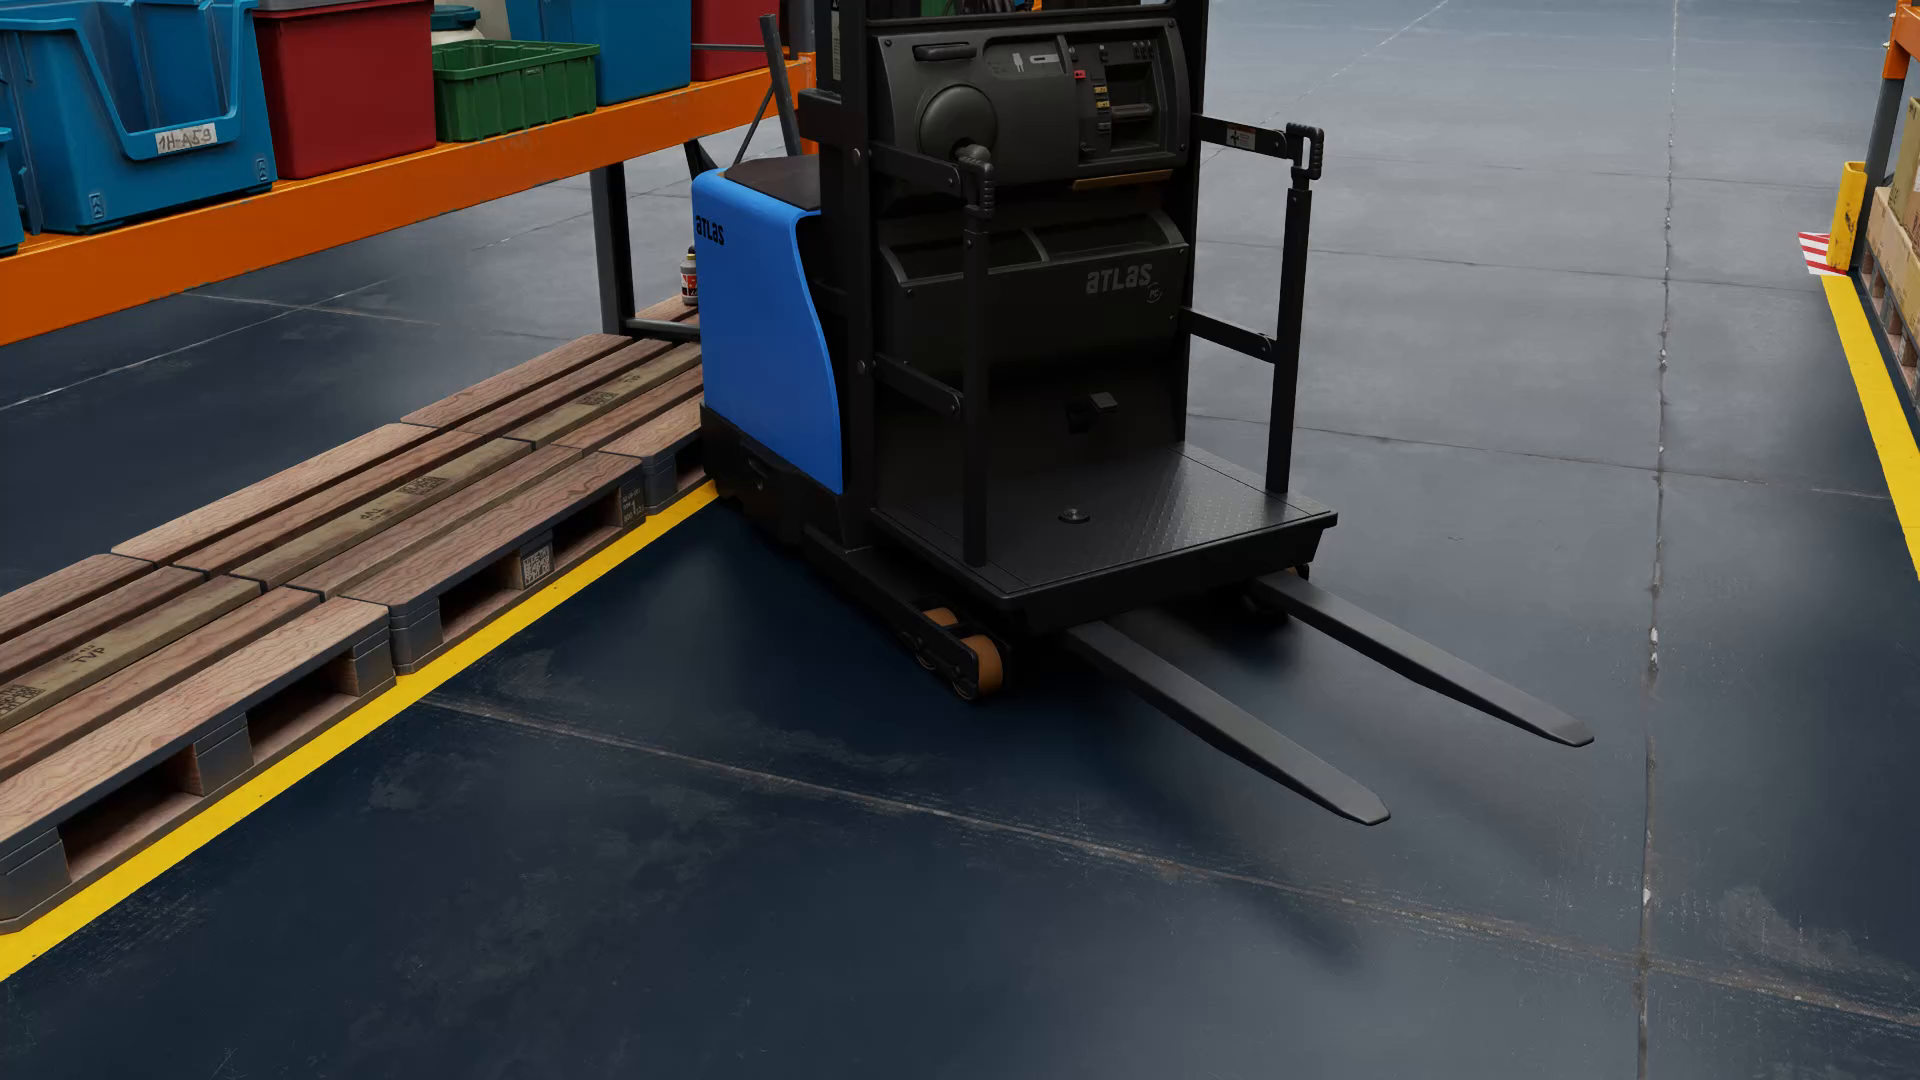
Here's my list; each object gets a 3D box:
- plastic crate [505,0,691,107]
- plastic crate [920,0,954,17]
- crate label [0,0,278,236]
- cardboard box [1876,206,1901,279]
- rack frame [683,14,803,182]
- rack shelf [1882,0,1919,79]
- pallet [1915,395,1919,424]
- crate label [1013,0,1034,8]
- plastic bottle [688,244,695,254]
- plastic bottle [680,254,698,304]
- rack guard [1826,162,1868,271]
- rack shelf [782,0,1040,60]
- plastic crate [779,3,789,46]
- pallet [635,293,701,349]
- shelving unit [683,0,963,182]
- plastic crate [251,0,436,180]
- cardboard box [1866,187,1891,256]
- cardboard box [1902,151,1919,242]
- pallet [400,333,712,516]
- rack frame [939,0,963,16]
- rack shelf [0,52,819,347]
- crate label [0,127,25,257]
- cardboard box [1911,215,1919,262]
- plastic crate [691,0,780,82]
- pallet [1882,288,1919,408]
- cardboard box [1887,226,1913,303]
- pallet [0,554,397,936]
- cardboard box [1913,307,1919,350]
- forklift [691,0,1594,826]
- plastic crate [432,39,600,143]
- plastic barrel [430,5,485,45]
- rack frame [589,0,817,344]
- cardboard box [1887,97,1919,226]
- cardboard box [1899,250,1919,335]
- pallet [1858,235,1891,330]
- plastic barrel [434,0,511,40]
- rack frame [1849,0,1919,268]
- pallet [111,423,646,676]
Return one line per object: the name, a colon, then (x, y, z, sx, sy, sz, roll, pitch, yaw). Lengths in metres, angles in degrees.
plastic crate: (-1.108, -1.585, 5.173, 0.392, 0.384, 0.575, 9, 24, 20)
plastic crate: (-0.221, -2.379, 7.328, 0.450, 0.188, 0.662, 9, 24, 20)
crate label: (-1.853, -0.933, 3.546, 0.502, 0.435, 0.616, 9, 24, 20)
cardboard box: (4.508, -1.338, 7.583, 0.500, 0.250, 0.500, 9, 24, 20)
rack frame: (-0.675, -1.028, 5.649, 0.500, 1.500, 0.032, 13, 37, 33)
rack shelf: (4.353, -1.705, 6.372, 1.077, 0.370, 4.000, 9, 24, 20)
pallet: (3.945, -0.313, 5.725, 1.003, 0.211, 1.213, 9, 24, 20)
crate label: (0.066, -2.782, 7.972, 0.502, 0.435, 0.616, 9, 24, 20)
plastic bottle: (-1.115, -1.200, 7.185, 0.061, 0.283, 0.133, 10, 25, 23)
plastic bottle: (-1.142, -1.118, 7.094, 0.097, 0.201, 0.097, 0, 23, 0)
rack guard: (5.105, -1.607, 8.450, 1.175, 0.500, 0.348, 9, 24, 20)
rack shelf: (-0.244, -2.415, 8.073, 1.077, 0.370, 4.000, 9, 24, 20)
plastic crate: (-0.675, -2.172, 6.638, 0.767, 0.338, 0.504, 9, 24, 20)
pallet: (-0.699, -0.979, 7.320, 1.003, 0.211, 1.213, 9, 24, 20)
shelving unit: (-0.399, -1.275, 5.984, 0.587, 1.500, 1.083, 13, 37, 33)
plastic crate: (-1.589, -1.164, 4.062, 0.402, 0.464, 0.583, 9, 24, 20)
cardboard box: (4.691, -1.517, 8.013, 0.500, 0.250, 0.500, 9, 24, 20)
cardboard box: (4.333, -1.503, 7.007, 0.500, 0.500, 0.500, 9, 24, 20)
pallet: (-1.243, -0.458, 6.073, 1.003, 0.211, 1.213, 9, 24, 20)
rack frame: (-0.113, -1.531, 6.331, 0.500, 1.500, 0.032, 13, 37, 33)
rack shelf: (-1.730, -0.984, 4.647, 1.077, 0.370, 4.000, 9, 24, 20)
crate label: (-1.968, -0.620, 3.059, 0.303, 0.233, 0.416, 9, 24, 20)
cardboard box: (4.131, -1.327, 6.584, 0.500, 0.500, 0.500, 9, 24, 20)
plastic crate: (-0.883, -1.844, 5.689, 0.402, 0.464, 0.583, 9, 24, 20)
pallet: (4.396, -0.751, 6.774, 1.003, 0.211, 1.213, 9, 24, 20)
cardboard box: (4.322, -1.159, 7.155, 0.500, 0.250, 0.500, 9, 24, 20)
pallet: (-2.149, 0.415, 3.982, 1.003, 0.211, 1.213, 9, 24, 20)
cardboard box: (3.947, -0.802, 6.300, 0.500, 0.250, 0.500, 9, 24, 20)
forklift: (0.323, -1.146, 4.191, 1.130, 2.935, 3.031, -13, 26, -28)
plastic crate: (-1.372, -1.270, 4.673, 0.450, 0.188, 0.662, 9, 24, 20)
plastic barrel: (-1.621, -1.516, 5.167, 0.301, 0.262, 0.301, 0, 23, 0)
rack frame: (-0.987, -2.031, 6.221, 1.000, 3.000, 0.127, 9, 24, 20)
cardboard box: (4.507, -1.684, 7.440, 0.500, 0.500, 0.500, 9, 24, 20)
cardboard box: (4.132, -0.981, 6.729, 0.500, 0.250, 0.500, 9, 24, 20)
pallet: (4.851, -1.186, 7.815, 1.003, 0.211, 1.213, 9, 24, 20)
plastic barrel: (-1.546, -1.783, 5.451, 0.433, 0.535, 0.433, 0, 23, 0)
rack frame: (5.096, -2.752, 7.947, 1.000, 3.000, 0.127, 9, 24, 20)
pallet: (-1.694, -0.020, 5.024, 1.003, 0.211, 1.213, 9, 24, 20)
